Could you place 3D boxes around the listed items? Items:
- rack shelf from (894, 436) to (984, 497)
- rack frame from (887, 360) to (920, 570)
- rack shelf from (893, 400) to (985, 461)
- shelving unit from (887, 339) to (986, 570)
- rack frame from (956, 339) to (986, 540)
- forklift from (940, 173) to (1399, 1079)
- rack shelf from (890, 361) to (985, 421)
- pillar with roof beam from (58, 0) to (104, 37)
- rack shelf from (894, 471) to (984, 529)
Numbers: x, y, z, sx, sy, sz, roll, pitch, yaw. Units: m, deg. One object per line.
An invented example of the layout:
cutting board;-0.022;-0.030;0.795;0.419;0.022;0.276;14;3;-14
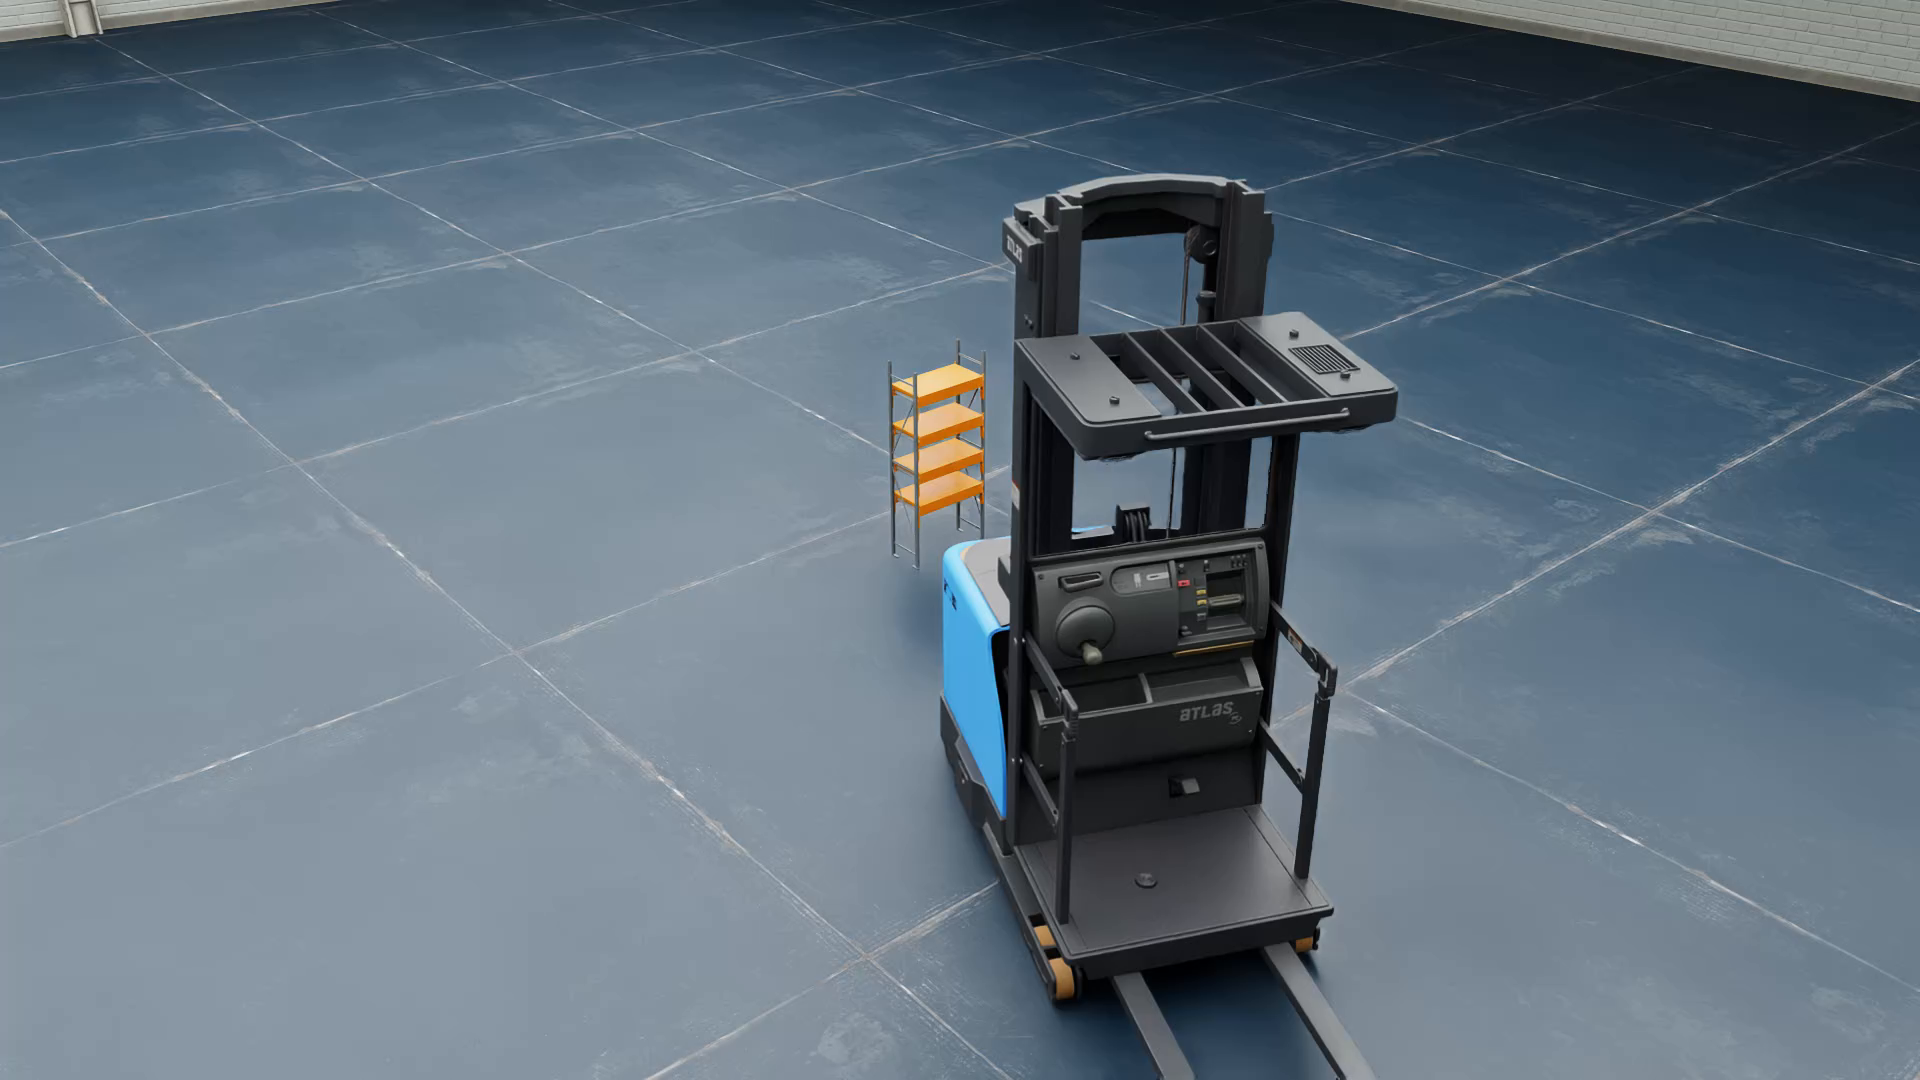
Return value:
rack shelf;-0.126;-0.419;9.404;0.480;0.148;0.258;-22;35;-35
rack frame;-0.312;-0.404;9.233;0.015;1.200;0.240;-22;35;-35
rack shelf;-0.126;-0.616;9.299;0.480;0.148;0.258;-22;35;-35
shelving unit;-0.126;-0.479;9.372;0.503;1.200;0.258;-22;35;-35
rack frame;0.060;-0.553;9.512;0.015;1.200;0.240;-22;35;-35
forklift;0.791;0.281;6.115;1.130;2.935;3.031;-7;29;-14
rack shelf;-0.126;-0.825;9.187;0.480;0.148;0.258;-22;35;-35
pillar with roof beam;-9.131;-9.324;17.649;0.400;9.000;9.100;-22;35;-35
rack shelf;-0.126;-0.244;9.498;0.480;0.148;0.258;-22;35;-35
